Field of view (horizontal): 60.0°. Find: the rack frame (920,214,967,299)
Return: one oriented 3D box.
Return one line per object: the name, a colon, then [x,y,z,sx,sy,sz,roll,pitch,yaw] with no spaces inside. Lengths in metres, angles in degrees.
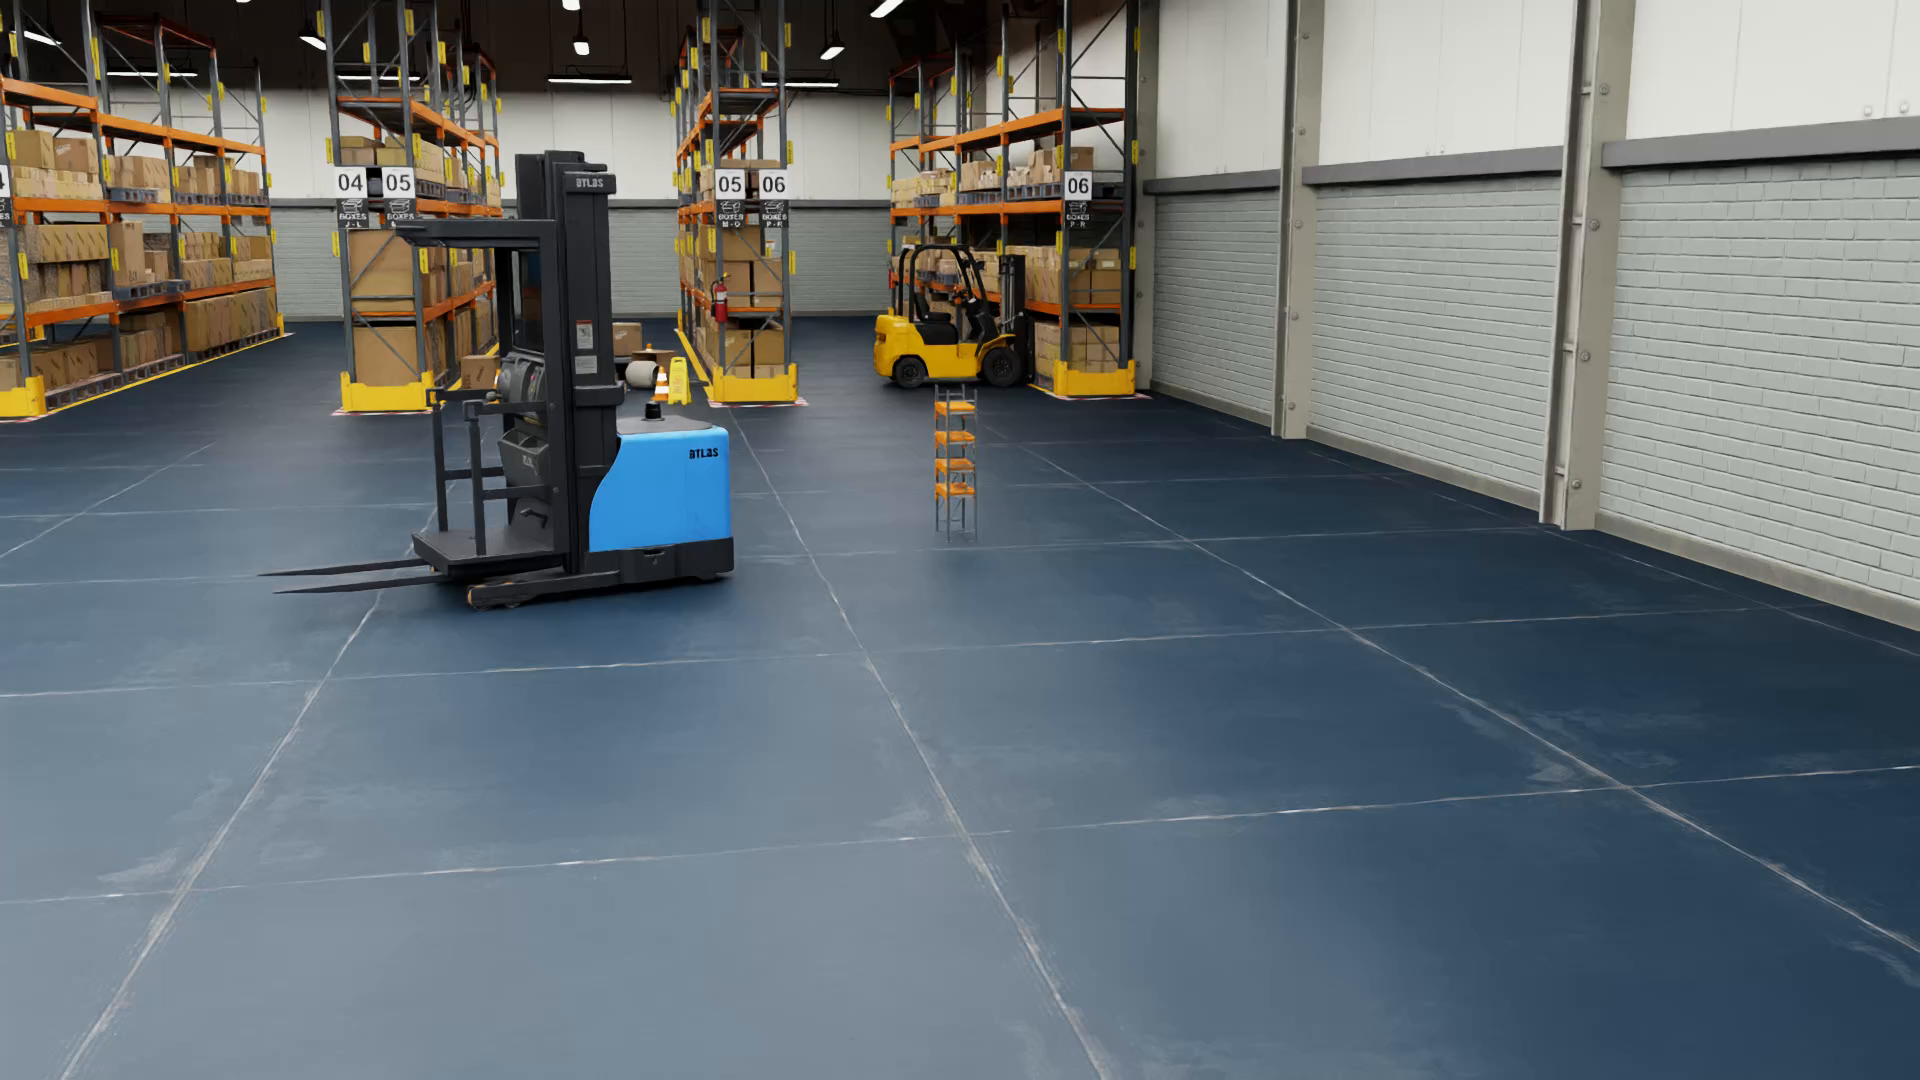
rack frame: [-0.361,-5.834,35.828,1.000,3.000,0.127,-2,11,-11]

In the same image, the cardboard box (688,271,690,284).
cardboard box: [-5.129,-5.208,32.937,0.500,0.250,0.500,-2,11,-12]

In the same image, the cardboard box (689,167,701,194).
cardboard box: [-4.673,-6.714,31.027,0.797,0.503,0.637,-3,11,-15]

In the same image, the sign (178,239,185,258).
sign: [-13.642,-5.111,29.140,0.100,0.325,0.005,-2,11,-11]

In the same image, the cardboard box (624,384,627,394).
cardboard box: [-5.132,-2.219,24.456,0.380,0.149,0.250,4,11,18]

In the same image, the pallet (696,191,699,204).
pallet: [-3.894,-5.875,28.518,1.213,0.211,1.003,-2,11,-11]

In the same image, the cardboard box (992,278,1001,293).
cardboard box: [0.840,-4.376,28.569,0.500,0.250,0.500,-2,11,-10]

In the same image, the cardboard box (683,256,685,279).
cardboard box: [-5.676,-5.872,35.759,0.500,0.500,0.500,-2,11,-12]

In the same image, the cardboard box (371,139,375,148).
cardboard box: [-8.279,-5.441,22.886,0.380,0.149,0.250,-2,11,-10]

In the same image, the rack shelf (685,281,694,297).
rack shelf: [-4.841,-4.933,33.016,1.077,0.370,4.000,-2,11,-11]

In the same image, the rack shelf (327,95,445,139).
rack shelf: [-8.120,-6.018,23.741,1.077,0.370,4.000,-2,11,-11]

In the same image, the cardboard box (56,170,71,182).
cardboard box: [-12.786,-5.131,23.443,0.380,0.149,0.250,-2,11,-8]

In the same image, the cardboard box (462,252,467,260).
cardboard box: [-9.188,-5.189,30.394,0.380,0.149,0.250,-2,11,-11]

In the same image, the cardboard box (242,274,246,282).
cardboard box: [-14.785,-5.332,33.862,0.380,0.149,0.250,-2,11,-9]

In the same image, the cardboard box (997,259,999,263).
cardboard box: [0.842,-4.836,28.581,0.380,0.149,0.250,-2,11,-12]

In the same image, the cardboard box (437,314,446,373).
cardboard box: [-8.456,-3.032,25.664,0.875,0.875,0.875,-2,11,-10]

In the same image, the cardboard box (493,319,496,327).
cardboard box: [-9.822,-4.485,34.443,0.380,0.149,0.250,-2,11,-8]

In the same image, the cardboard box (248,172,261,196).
cardboard box: [-15.574,-7.711,36.008,0.700,0.500,0.500,-3,11,-14]

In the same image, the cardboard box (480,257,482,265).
cardboard box: [-9.696,-5.524,32.950,0.380,0.149,0.250,-2,11,-9]

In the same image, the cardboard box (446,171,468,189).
cardboard box: [-8.790,-6.225,28.708,0.500,0.311,0.500,-2,11,-11]

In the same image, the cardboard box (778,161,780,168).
cardboard box: [-2.793,-5.409,24.111,0.380,0.149,0.250,-2,11,-11]

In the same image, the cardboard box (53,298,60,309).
cardboard box: [-12.688,-3.259,22.966,0.380,0.149,0.250,-2,11,-11]

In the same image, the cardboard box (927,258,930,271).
cardboard box: [-0.468,-5.706,34.389,0.396,0.266,0.258,-2,11,-8]

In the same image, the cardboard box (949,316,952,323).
cardboard box: [0.036,-4.241,33.019,0.500,0.500,0.500,-2,11,-12]

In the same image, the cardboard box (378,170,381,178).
cardboard box: [-8.375,-5.141,23.444,0.380,0.149,0.250,-2,11,-11]

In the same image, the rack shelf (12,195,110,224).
rack shelf: [-13.005,-4.579,23.133,1.077,0.370,4.000,-2,11,-11]

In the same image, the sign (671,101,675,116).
sign: [-6.553,-9.852,37.967,0.100,0.325,0.005,-2,11,-11]

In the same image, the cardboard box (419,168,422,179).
cardboard box: [-7.534,-4.981,22.601,0.380,0.149,0.250,-2,11,-10]

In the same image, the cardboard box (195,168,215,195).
cardboard box: [-14.828,-6.916,32.097,0.700,0.500,0.500,-2,11,-10]

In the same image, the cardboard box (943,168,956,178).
cardboard box: [-0.151,-7.689,34.926,0.396,0.266,0.258,-2,11,-11]

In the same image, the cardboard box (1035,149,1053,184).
cardboard box: [1.546,-5.675,25.312,0.700,0.500,0.500,-2,11,-11]

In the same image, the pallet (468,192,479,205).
pallet: [-9.110,-5.986,29.105,1.213,0.211,1.003,-2,11,-8]

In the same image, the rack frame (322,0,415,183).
rack frame: [-7.731,-6.201,21.709,1.000,3.000,0.127,-2,11,-11]

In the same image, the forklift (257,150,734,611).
forklift: [-3.122,-1.094,11.103,3.031,2.935,1.130,-6,12,-30]

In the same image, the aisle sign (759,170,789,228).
aisle sign: [-2.579,-4.729,23.069,0.394,0.787,0.004,-2,11,-11]

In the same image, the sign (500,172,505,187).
sign: [-10.295,-8.113,37.411,0.100,0.325,0.005,-2,11,-11]

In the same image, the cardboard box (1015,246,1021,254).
cardboard box: [1.122,-4.768,27.426,0.380,0.149,0.250,-2,11,-10]

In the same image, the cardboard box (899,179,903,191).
cardboard box: [-1.108,-8.084,37.891,0.500,0.250,0.500,-2,11,-12]

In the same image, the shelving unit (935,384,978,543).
shelving unit: [-0.032,-0.620,13.244,0.258,1.200,0.503,-2,11,-11]

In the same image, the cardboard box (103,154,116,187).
cardboard box: [-13.389,-5.646,25.416,0.797,0.503,0.637,-3,11,-14]

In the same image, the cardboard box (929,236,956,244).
cardboard box: [-0.390,-6.558,37.230,0.500,0.500,0.500,-2,11,-13]

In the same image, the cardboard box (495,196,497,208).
cardboard box: [-10.183,-7.233,35.554,0.500,0.250,0.500,-2,11,-8]

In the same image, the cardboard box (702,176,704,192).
cardboard box: [-3.747,-5.547,25.901,0.500,0.250,0.500,-2,11,-11]

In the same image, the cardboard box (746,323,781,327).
cardboard box: [-2.982,-3.027,25.301,0.500,0.500,0.500,-2,11,-10]

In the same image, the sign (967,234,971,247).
sign: [0.182,-6.424,35.829,0.100,0.325,0.005,-2,11,-11]

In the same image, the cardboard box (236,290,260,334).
cardboard box: [-15.175,-4.744,34.660,0.875,0.875,0.875,-2,11,-11]

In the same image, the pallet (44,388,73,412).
pallet: [-12.754,-1.886,22.543,1.003,0.211,1.213,-2,11,-11]

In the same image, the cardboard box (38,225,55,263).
cardboard box: [-12.546,-3.981,22.354,0.500,0.500,0.500,-2,11,-11]

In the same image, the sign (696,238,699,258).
sign: [-4.217,-4.734,26.949,0.100,0.325,0.005,-2,11,-11]

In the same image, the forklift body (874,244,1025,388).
forklift body: [-0.186,-3.498,25.823,2.313,2.155,1.214,-2,11,-11]

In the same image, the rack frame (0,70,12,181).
rack frame: [-12.616,-6.039,20.858,1.000,3.000,0.127,-2,11,-11]

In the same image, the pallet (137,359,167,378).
pallet: [-13.788,-2.823,27.462,1.003,0.211,1.213,-2,11,-11]

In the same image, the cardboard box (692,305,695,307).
cardboard box: [-5.595,-5.050,37.434,0.875,0.438,0.875,-2,11,-9]
